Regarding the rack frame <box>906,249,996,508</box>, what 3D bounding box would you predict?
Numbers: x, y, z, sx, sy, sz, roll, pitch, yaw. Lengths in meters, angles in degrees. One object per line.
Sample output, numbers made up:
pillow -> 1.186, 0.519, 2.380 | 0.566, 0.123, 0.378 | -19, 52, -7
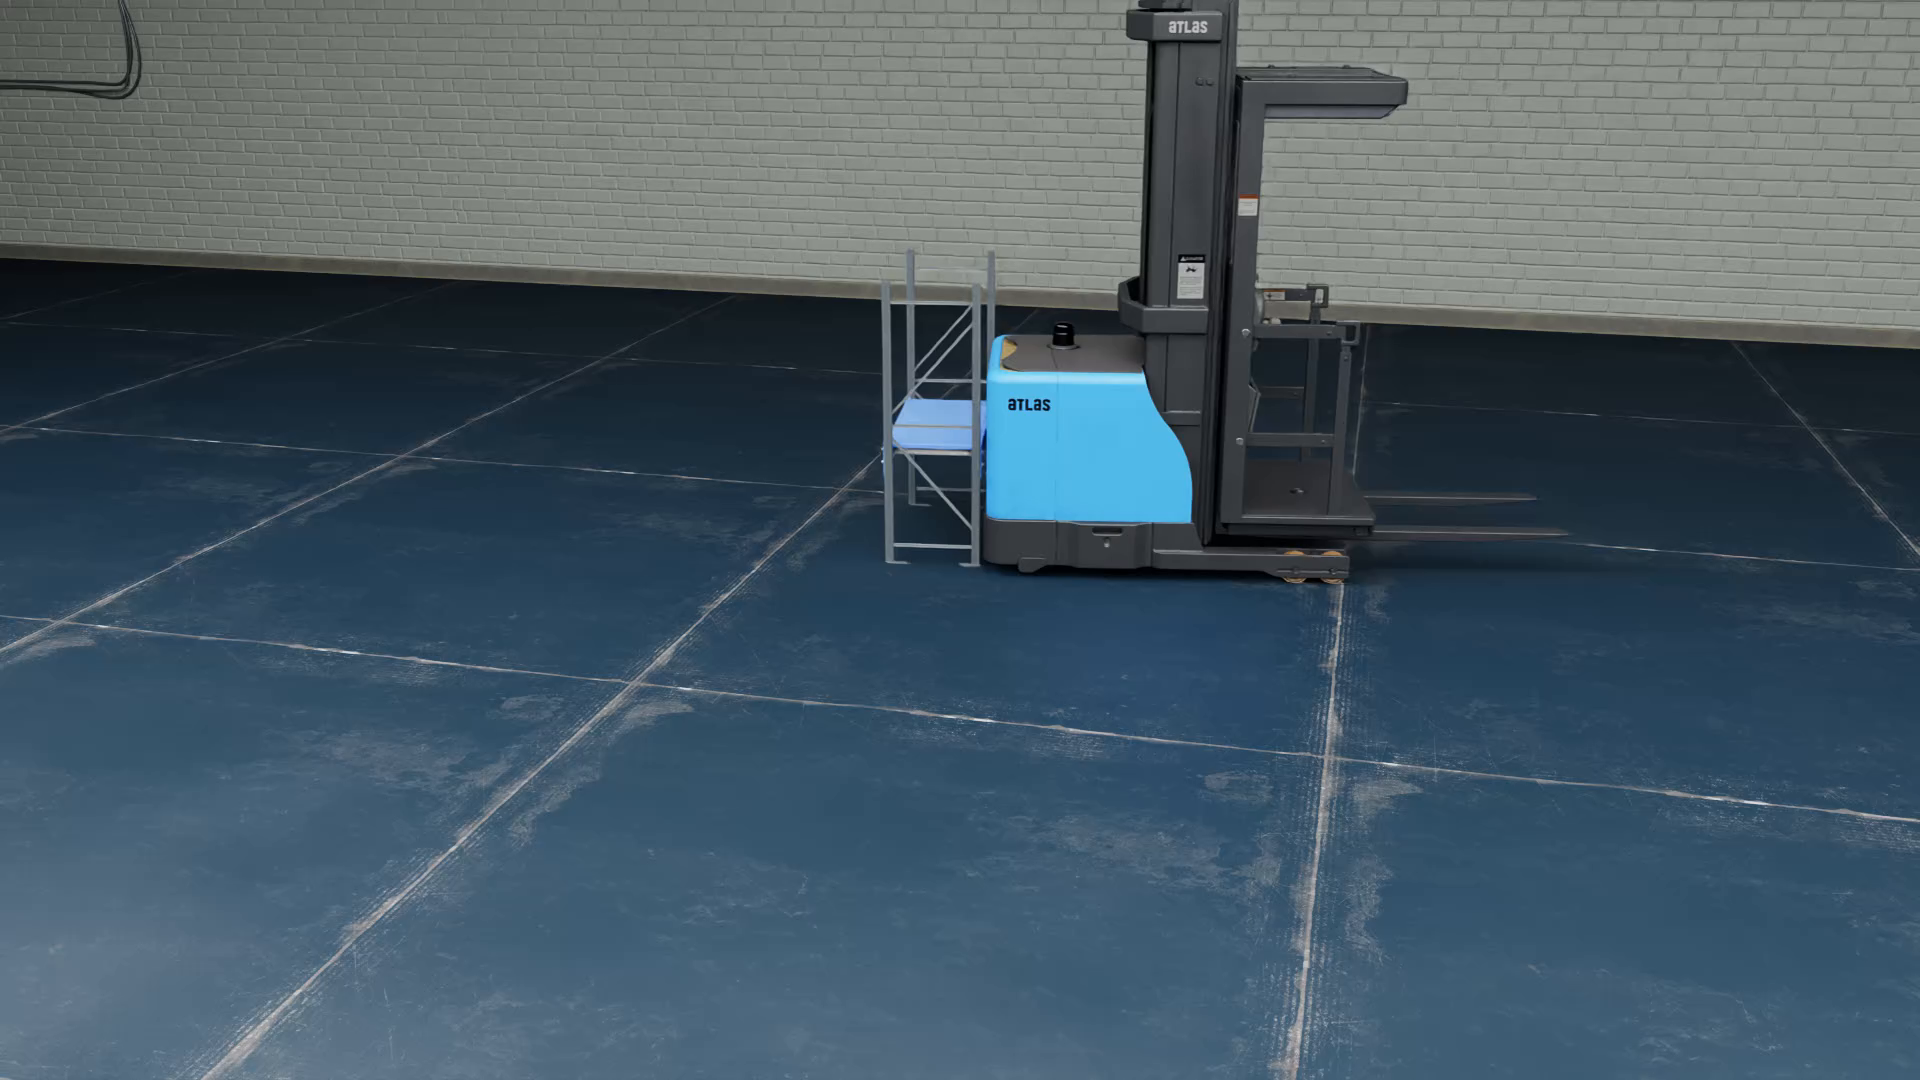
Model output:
rack frame -> -0.051, -0.908, 9.525 | 0.500, 1.500, 0.032 | 2, 19, 5

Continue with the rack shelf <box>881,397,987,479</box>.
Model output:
rack shelf -> -0.098, -0.574, 9.104 | 0.538, 0.185, 1.000 | 2, 19, 5

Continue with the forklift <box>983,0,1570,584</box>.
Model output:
forklift -> 1.657, -1.338, 8.569 | 3.031, 2.935, 1.130 | 1, 19, 3

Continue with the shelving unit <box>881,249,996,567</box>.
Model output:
shelving unit -> -0.098, -0.744, 9.046 | 0.538, 1.500, 1.048 | 2, 19, 5

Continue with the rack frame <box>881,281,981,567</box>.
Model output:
rack frame -> -0.144, -0.580, 8.567 | 0.500, 1.500, 0.032 | 2, 19, 5

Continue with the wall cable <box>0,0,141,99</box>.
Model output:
wall cable -> -9.920, -5.830, 17.137 | 3.097, 2.526, 0.112 | 5, 19, 13
